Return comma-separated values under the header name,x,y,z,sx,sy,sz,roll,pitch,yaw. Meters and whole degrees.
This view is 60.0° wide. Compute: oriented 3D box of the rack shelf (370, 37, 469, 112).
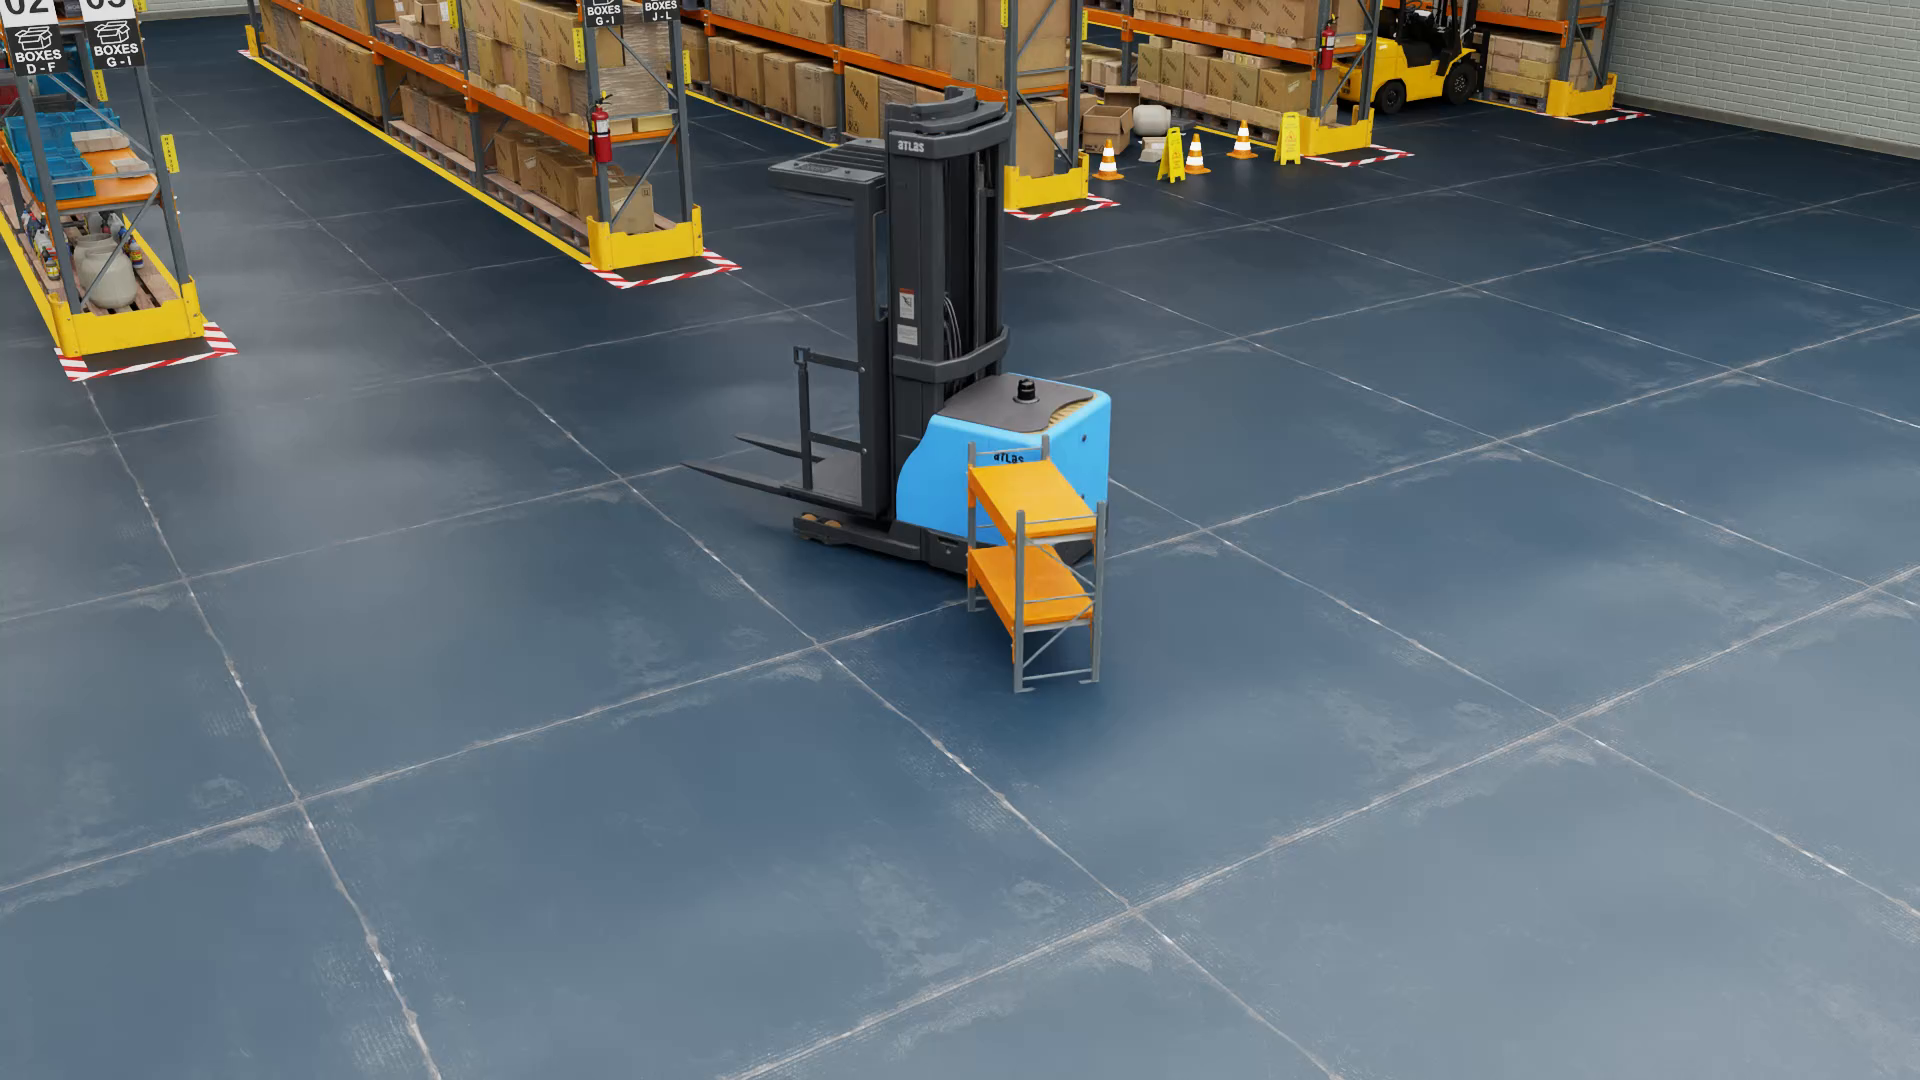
name,x,y,z,sx,sy,sz,roll,pitch,yaw
rack shelf,-6.522,-6.110,21.522,1.077,0.370,4.000,-16,29,-30

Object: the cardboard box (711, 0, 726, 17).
name,x,y,z,sx,sy,sz,roll,pitch,yaw
cardboard box,-3.385,-8.092,24.761,0.500,0.500,0.500,-15,29,-29

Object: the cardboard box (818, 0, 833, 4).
name,x,y,z,sx,sy,sz,roll,pitch,yaw
cardboard box,-1.496,-7.514,22.364,0.700,0.500,0.500,-16,30,-30

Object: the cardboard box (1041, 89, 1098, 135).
name,x,y,z,sx,sy,sz,roll,pitch,yaw
cardboard box,1.459,-5.902,23.004,0.797,0.637,0.503,-16,29,-30

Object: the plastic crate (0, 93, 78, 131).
name,x,y,z,sx,sy,sz,roll,pitch,yaw
plastic crate,-9.401,-4.321,16.962,0.767,0.338,0.504,-16,29,-30

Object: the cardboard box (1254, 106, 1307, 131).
name,x,y,z,sx,sy,sz,roll,pitch,yaw
cardboard box,4.376,-5.780,22.710,0.500,0.250,0.500,-16,29,-30

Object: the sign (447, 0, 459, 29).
name,x,y,z,sx,sy,sz,roll,pitch,yaw
sign,-5.894,-6.113,19.330,0.100,0.325,0.005,-16,29,-30

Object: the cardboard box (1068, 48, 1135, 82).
name,x,y,z,sx,sy,sz,roll,pitch,yaw
cardboard box,2.189,-7.475,26.156,0.950,0.372,0.625,-14,28,-26

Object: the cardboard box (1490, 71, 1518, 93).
name,x,y,z,sx,sy,sz,roll,pitch,yaw
cardboard box,8.428,-6.978,25.247,0.500,0.250,0.500,-16,29,-30

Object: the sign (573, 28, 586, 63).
name,x,y,z,sx,sy,sz,roll,pitch,yaw
sign,-3.723,-4.834,16.249,0.100,0.325,0.005,-16,29,-30

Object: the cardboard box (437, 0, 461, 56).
name,x,y,z,sx,sy,sz,roll,pitch,yaw
cardboard box,-5.747,-6.498,20.307,1.000,1.000,1.000,-15,29,-29

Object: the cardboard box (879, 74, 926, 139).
name,x,y,z,sx,sy,sz,roll,pitch,yaw
cardboard box,-0.440,-5.506,21.397,0.875,0.875,0.875,-15,29,-29

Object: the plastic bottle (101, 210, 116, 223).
name,x,y,z,sx,sy,sz,roll,pitch,yaw
plastic bottle,-8.883,-3.335,17.389,0.144,0.351,0.185,-17,30,-32

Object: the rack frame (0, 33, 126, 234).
name,x,y,z,sx,sy,sz,roll,pitch,yaw
rack frame,-9.581,-4.566,17.408,1.000,3.000,0.127,-16,29,-30

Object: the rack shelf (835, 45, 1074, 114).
name,x,y,z,sx,sy,sz,roll,pitch,yaw
rack shelf,-0.128,-5.799,20.864,1.077,0.370,4.000,-16,29,-30

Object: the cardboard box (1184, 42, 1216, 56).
name,x,y,z,sx,sy,sz,roll,pitch,yaw
cardboard box,3.418,-6.997,23.649,0.380,0.149,0.250,-14,29,-27

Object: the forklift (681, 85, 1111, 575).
name,x,y,z,sx,sy,sz,roll,pitch,yaw
forklift,-0.534,-1.464,10.917,3.031,2.935,1.130,15,29,28

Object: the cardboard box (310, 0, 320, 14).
name,x,y,z,sx,sy,sz,roll,pitch,yaw
cardboard box,-9.481,-8.224,25.041,0.500,0.500,0.500,-15,29,-29

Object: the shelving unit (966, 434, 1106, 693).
name,x,y,z,sx,sy,sz,roll,pitch,yaw
shelving unit,0.420,0.117,9.686,0.538,1.125,1.048,-6,26,-13

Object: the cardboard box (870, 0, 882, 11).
name,x,y,z,sx,sy,sz,roll,pitch,yaw
cardboard box,-0.650,-7.086,21.307,0.875,0.550,0.550,-16,29,-30

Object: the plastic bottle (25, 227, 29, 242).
name,x,y,z,sx,sy,sz,roll,pitch,yaw
plastic bottle,-9.663,-3.211,17.300,0.097,0.201,0.097,0,25,0

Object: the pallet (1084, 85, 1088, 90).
name,x,y,z,sx,sy,sz,roll,pitch,yaw
pallet,1.776,-7.484,26.855,1.003,0.211,1.213,-16,29,-30

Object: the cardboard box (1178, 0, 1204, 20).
name,x,y,z,sx,sy,sz,roll,pitch,yaw
cardboard box,3.436,-7.630,23.434,0.500,0.500,0.500,-16,30,-30

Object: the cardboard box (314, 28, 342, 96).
name,x,y,z,sx,sy,sz,roll,pitch,yaw
cardboard box,-8.943,-7.267,25.127,1.225,0.875,0.875,-17,30,-31

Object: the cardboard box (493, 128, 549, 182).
name,x,y,z,sx,sy,sz,roll,pitch,yaw
cardboard box,-5.246,-4.627,19.975,0.500,0.500,0.500,-17,30,-31

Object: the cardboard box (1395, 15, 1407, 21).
name,x,y,z,sx,sy,sz,roll,pitch,yaw
cardboard box,7.030,-8.340,26.961,0.500,0.250,0.500,-16,30,-30

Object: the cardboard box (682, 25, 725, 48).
name,x,y,z,sx,sy,sz,roll,pitch,yaw
cardboard box,-3.996,-7.853,25.929,0.500,0.250,0.500,-16,30,-31

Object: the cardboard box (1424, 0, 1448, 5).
name,x,y,z,sx,sy,sz,roll,pitch,yaw
cardboard box,7.628,-8.650,25.943,0.500,0.500,0.500,-16,30,-30

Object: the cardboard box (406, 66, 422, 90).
name,x,y,z,sx,sy,sz,roll,pitch,yaw
cardboard box,-7.223,-6.326,22.671,0.500,0.250,0.500,-14,29,-28

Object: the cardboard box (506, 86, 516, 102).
name,x,y,z,sx,sy,sz,roll,pitch,yaw
cardboard box,-4.862,-5.018,18.661,0.380,0.149,0.250,-16,29,-30

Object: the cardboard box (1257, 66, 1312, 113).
name,x,y,z,sx,sy,sz,roll,pitch,yaw
cardboard box,4.400,-6.110,22.530,0.500,0.500,0.500,-15,29,-29

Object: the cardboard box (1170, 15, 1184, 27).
name,x,y,z,sx,sy,sz,roll,pitch,yaw
cardboard box,3.233,-7.466,23.846,0.380,0.149,0.250,-15,29,-28

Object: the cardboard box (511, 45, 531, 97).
name,x,y,z,sx,sy,sz,roll,pitch,yaw
cardboard box,-4.398,-5.194,18.273,0.875,0.500,0.500,-16,29,-30

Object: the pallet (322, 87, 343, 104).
name,x,y,z,sx,sy,sz,roll,pitch,yaw
pallet,-9.314,-7.062,25.963,1.003,0.211,1.213,-16,29,-30

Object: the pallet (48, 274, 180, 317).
name,x,y,z,sx,sy,sz,roll,pitch,yaw
pallet,-7.917,-2.182,15.625,1.003,0.211,1.213,-16,29,-30

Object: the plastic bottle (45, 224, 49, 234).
name,x,y,z,sx,sy,sz,roll,pitch,yaw
plastic bottle,-9.307,-3.122,17.030,0.097,0.271,0.097,0,25,0

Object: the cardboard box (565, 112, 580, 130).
name,x,y,z,sx,sy,sz,roll,pitch,yaw
cardboard box,-3.891,-4.397,17.344,0.380,0.149,0.250,-16,29,-30

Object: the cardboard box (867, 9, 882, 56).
name,x,y,z,sx,sy,sz,roll,pitch,yaw
cardboard box,-0.689,-6.587,21.514,0.875,0.550,0.550,-16,29,-30

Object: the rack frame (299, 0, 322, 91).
name,x,y,z,sx,sy,sz,roll,pitch,yaw
rack frame,-9.798,-8.582,25.915,1.000,3.000,0.127,-16,29,-30

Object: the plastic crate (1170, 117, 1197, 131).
name,x,y,z,sx,sy,sz,roll,pitch,yaw
plastic crate,3.042,-5.957,23.774,0.583,0.080,0.402,18,31,33

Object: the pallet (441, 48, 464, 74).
name,x,y,z,sx,sy,sz,roll,pitch,yaw
pallet,-5.726,-5.941,20.545,1.003,0.211,1.213,-16,29,-30

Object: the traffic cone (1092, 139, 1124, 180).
name,x,y,z,sx,sy,sz,roll,pitch,yaw
traffic cone,1.864,-4.783,20.840,0.336,0.463,0.334,-16,29,-30

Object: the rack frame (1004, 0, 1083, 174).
name,x,y,z,sx,sy,sz,roll,pitch,yaw
rack frame,0.964,-5.409,19.195,1.000,3.000,0.127,-16,29,-30

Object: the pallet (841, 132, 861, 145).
name,x,y,z,sx,sy,sz,roll,pitch,yaw
pallet,-0.870,-5.289,22.206,1.003,0.211,1.213,-16,29,-30

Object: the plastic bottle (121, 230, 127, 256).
name,x,y,z,sx,sy,sz,roll,pitch,yaw
plastic bottle,-8.367,-2.980,16.729,0.097,0.271,0.097,0,25,0

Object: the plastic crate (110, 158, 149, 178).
name,x,y,z,sx,sy,sz,roll,pitch,yaw
plastic crate,-7.616,-3.411,15.271,0.298,0.136,0.250,-16,29,-30

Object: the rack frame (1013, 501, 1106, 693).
name,x,y,z,sx,sy,sz,roll,pitch,yaw
rack frame,0.549,0.326,9.241,0.500,1.125,0.032,-6,26,-13

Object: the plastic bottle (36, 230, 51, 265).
name,x,y,z,sx,sy,sz,roll,pitch,yaw
plastic bottle,-9.051,-2.896,16.457,0.144,0.351,0.185,-14,29,-27

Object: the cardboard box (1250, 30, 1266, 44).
name,x,y,z,sx,sy,sz,roll,pitch,yaw
cardboard box,4.153,-6.816,22.468,0.380,0.149,0.250,-15,29,-29

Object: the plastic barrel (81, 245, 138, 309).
name,x,y,z,sx,sy,sz,roll,pitch,yaw
plastic barrel,-7.820,-2.418,15.280,0.421,0.512,0.421,0,25,0

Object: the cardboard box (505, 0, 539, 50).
name,x,y,z,sx,sy,sz,roll,pitch,yaw
cardboard box,-4.569,-5.598,17.958,0.500,0.500,0.500,-16,29,-30

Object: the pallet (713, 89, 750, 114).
name,x,y,z,sx,sy,sz,roll,pitch,yaw
pallet,-3.036,-6.710,25.217,1.003,0.211,1.213,-16,29,-30
